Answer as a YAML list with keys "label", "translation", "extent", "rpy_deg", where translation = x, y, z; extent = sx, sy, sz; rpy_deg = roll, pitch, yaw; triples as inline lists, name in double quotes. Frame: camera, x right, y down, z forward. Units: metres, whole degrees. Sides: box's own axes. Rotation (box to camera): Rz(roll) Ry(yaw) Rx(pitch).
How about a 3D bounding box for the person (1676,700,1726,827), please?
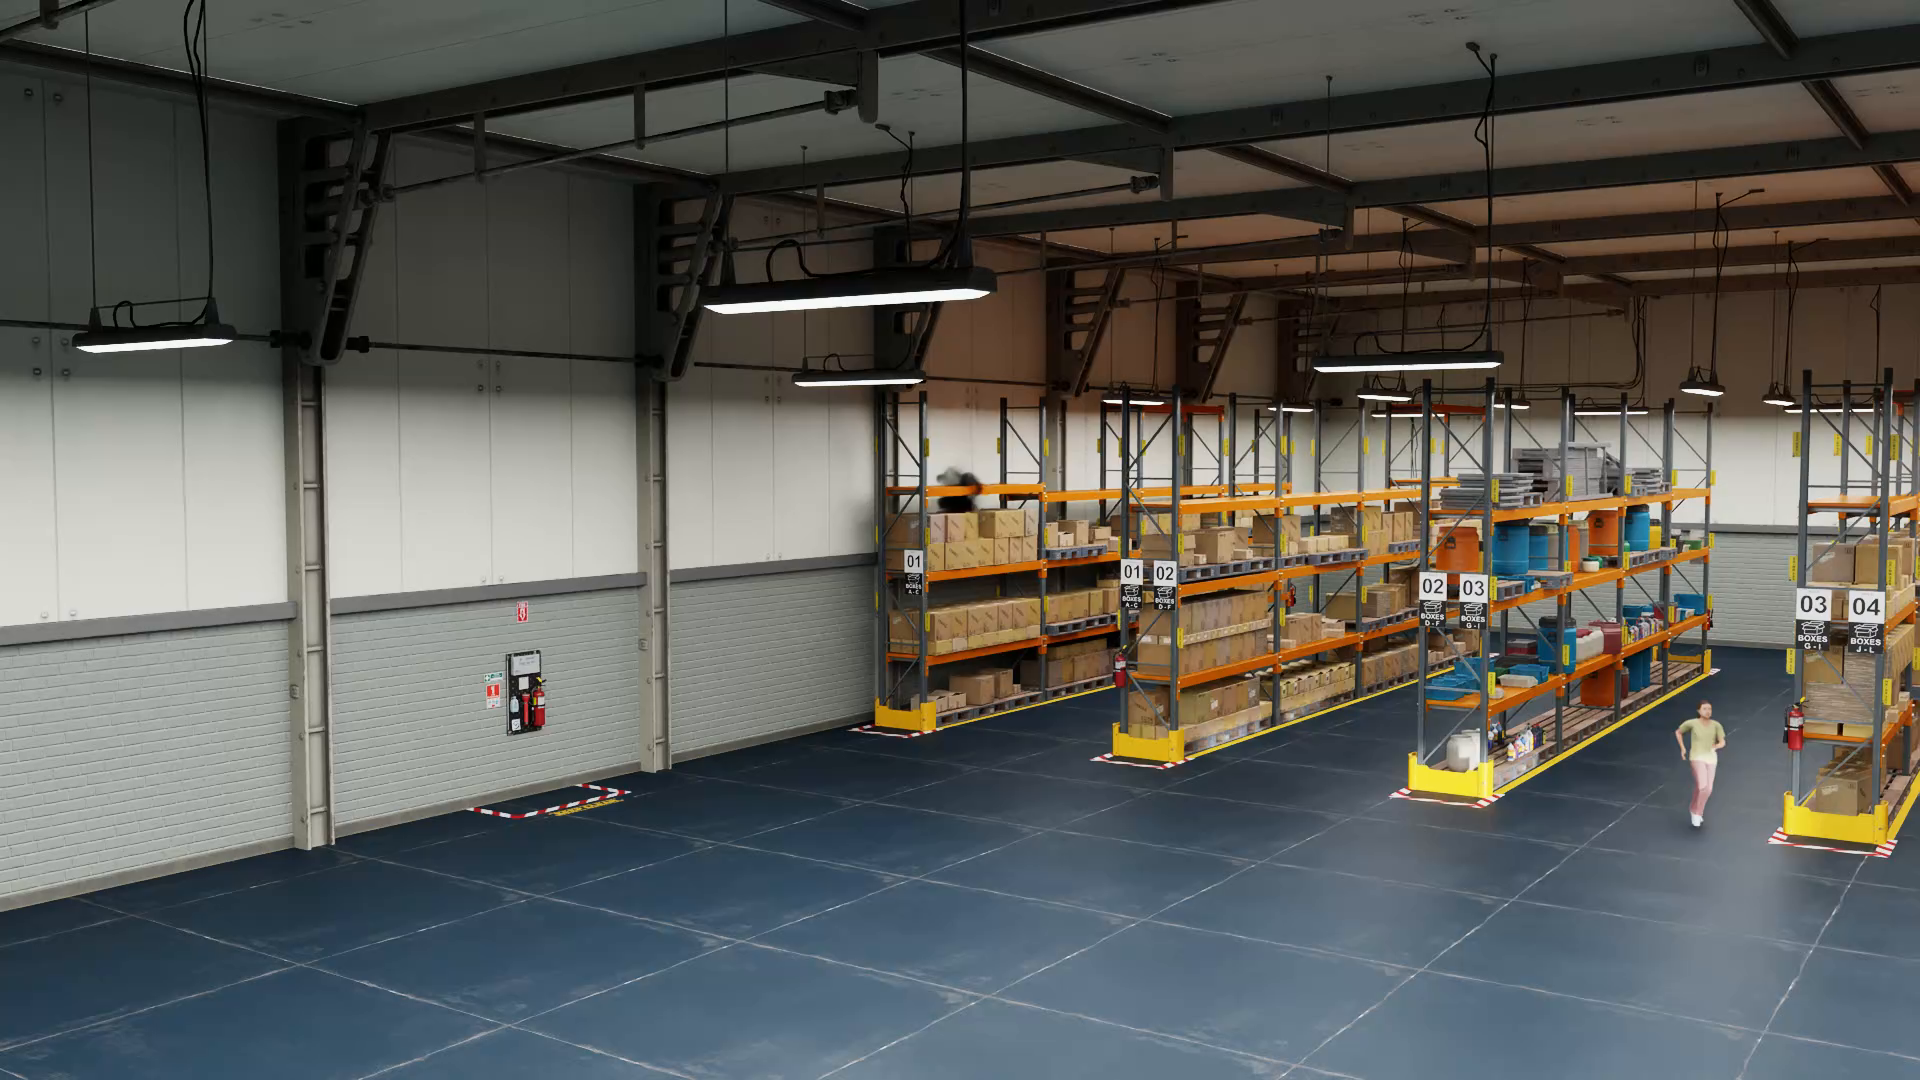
- label: "person"
  translation: [9.809, 2.946, 21.963]
  extent: [0.546, 1.657, 0.677]
  rpy_deg: [0, 3, 3]
